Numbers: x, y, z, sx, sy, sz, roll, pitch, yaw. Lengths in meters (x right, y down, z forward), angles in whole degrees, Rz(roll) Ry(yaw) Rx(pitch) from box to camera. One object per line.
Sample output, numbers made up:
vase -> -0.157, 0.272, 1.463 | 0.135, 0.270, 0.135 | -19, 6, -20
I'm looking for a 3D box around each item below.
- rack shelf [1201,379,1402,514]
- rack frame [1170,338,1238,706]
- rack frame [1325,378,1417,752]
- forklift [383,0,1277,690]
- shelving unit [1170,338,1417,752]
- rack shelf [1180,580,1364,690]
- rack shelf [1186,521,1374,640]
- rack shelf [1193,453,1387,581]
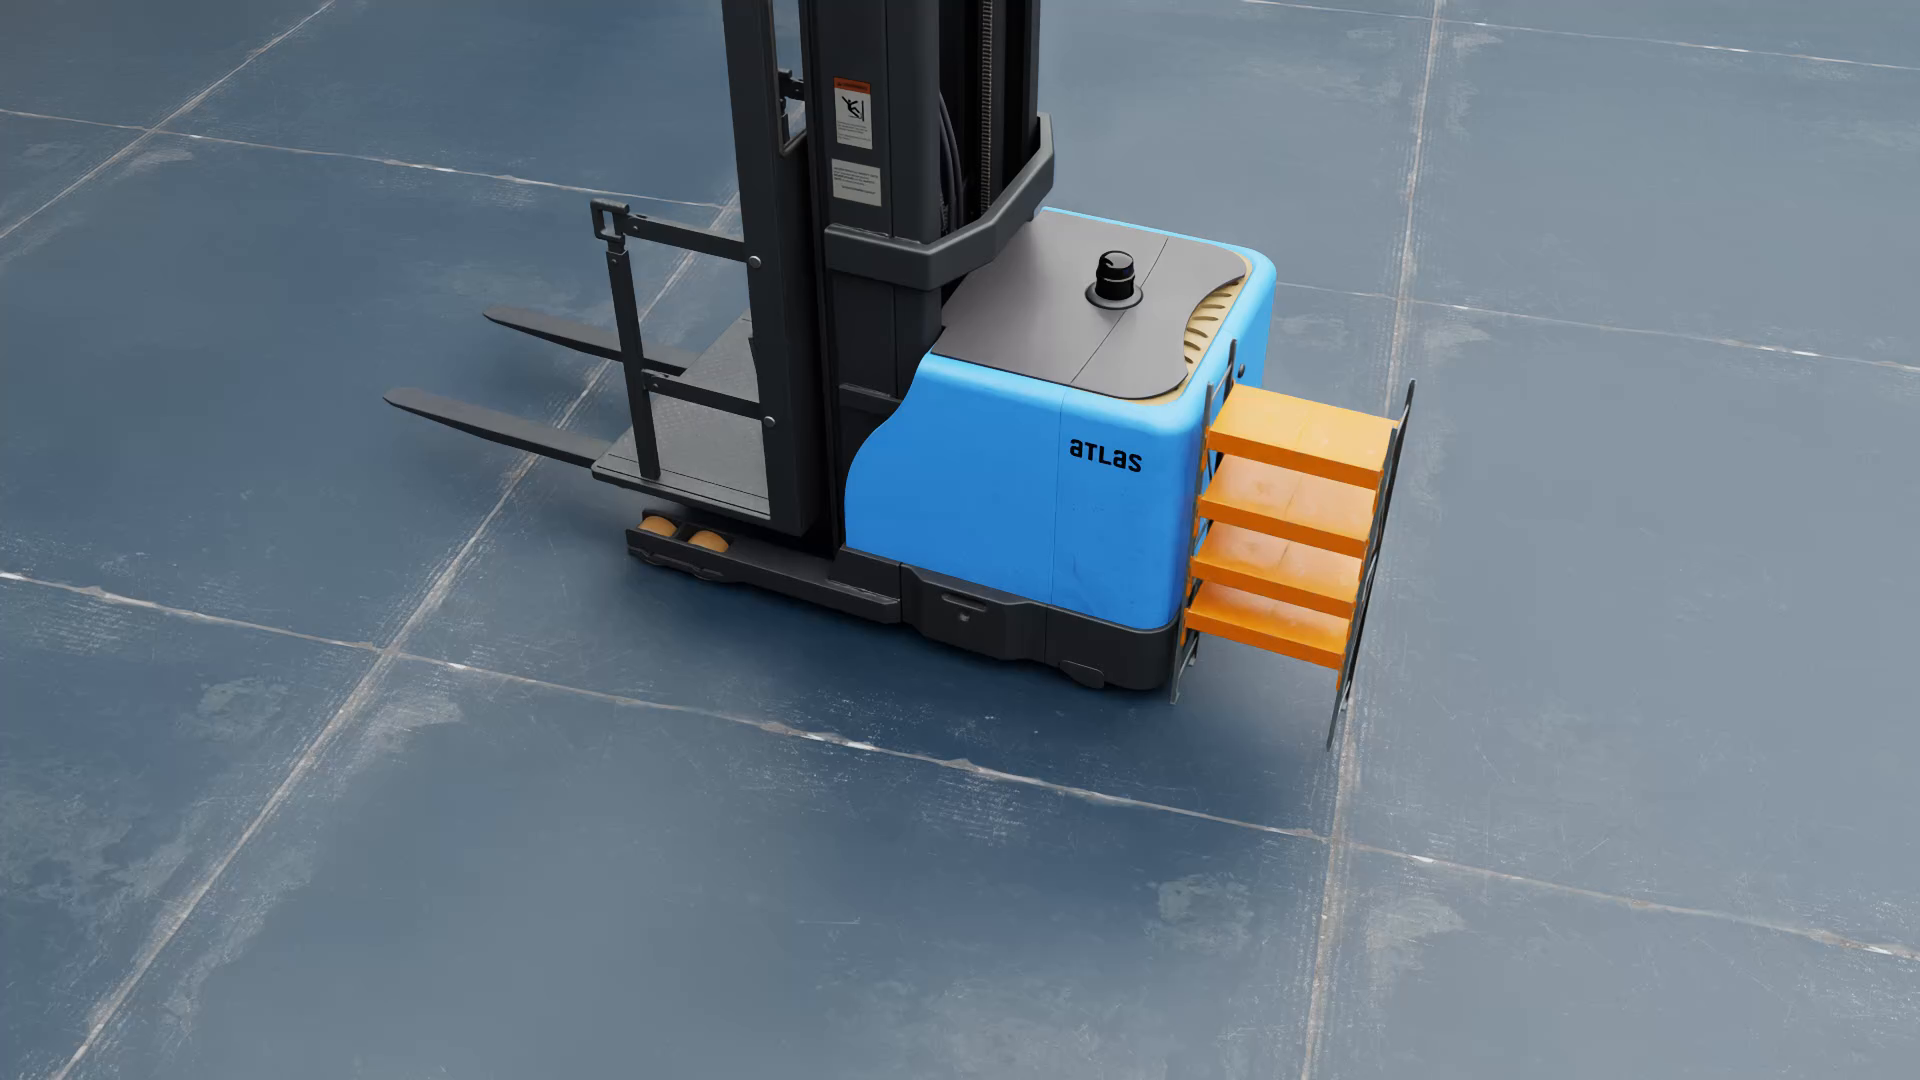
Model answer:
rack shelf -> 0.927, -0.258, 4.514 | 0.480, 0.148, 0.258 | 16, 42, 18
rack frame -> 0.703, -0.020, 4.841 | 0.015, 1.200, 0.240 | 16, 42, 18
rack frame -> 1.151, 0.105, 4.692 | 0.015, 1.200, 0.240 | 16, 42, 18
forklift -> -0.572, -1.281, 4.997 | 3.031, 2.935, 1.130 | 16, 42, 18
shelving unit -> 0.927, 0.043, 4.766 | 0.503, 1.200, 0.258 | 16, 42, 18
rack shelf -> 0.927, 0.246, 4.937 | 0.480, 0.148, 0.258 | 16, 42, 18
rack shelf -> 0.927, 0.094, 4.810 | 0.480, 0.148, 0.258 | 16, 42, 18
rack shelf -> 0.927, -0.077, 4.666 | 0.480, 0.148, 0.258 | 16, 42, 18
